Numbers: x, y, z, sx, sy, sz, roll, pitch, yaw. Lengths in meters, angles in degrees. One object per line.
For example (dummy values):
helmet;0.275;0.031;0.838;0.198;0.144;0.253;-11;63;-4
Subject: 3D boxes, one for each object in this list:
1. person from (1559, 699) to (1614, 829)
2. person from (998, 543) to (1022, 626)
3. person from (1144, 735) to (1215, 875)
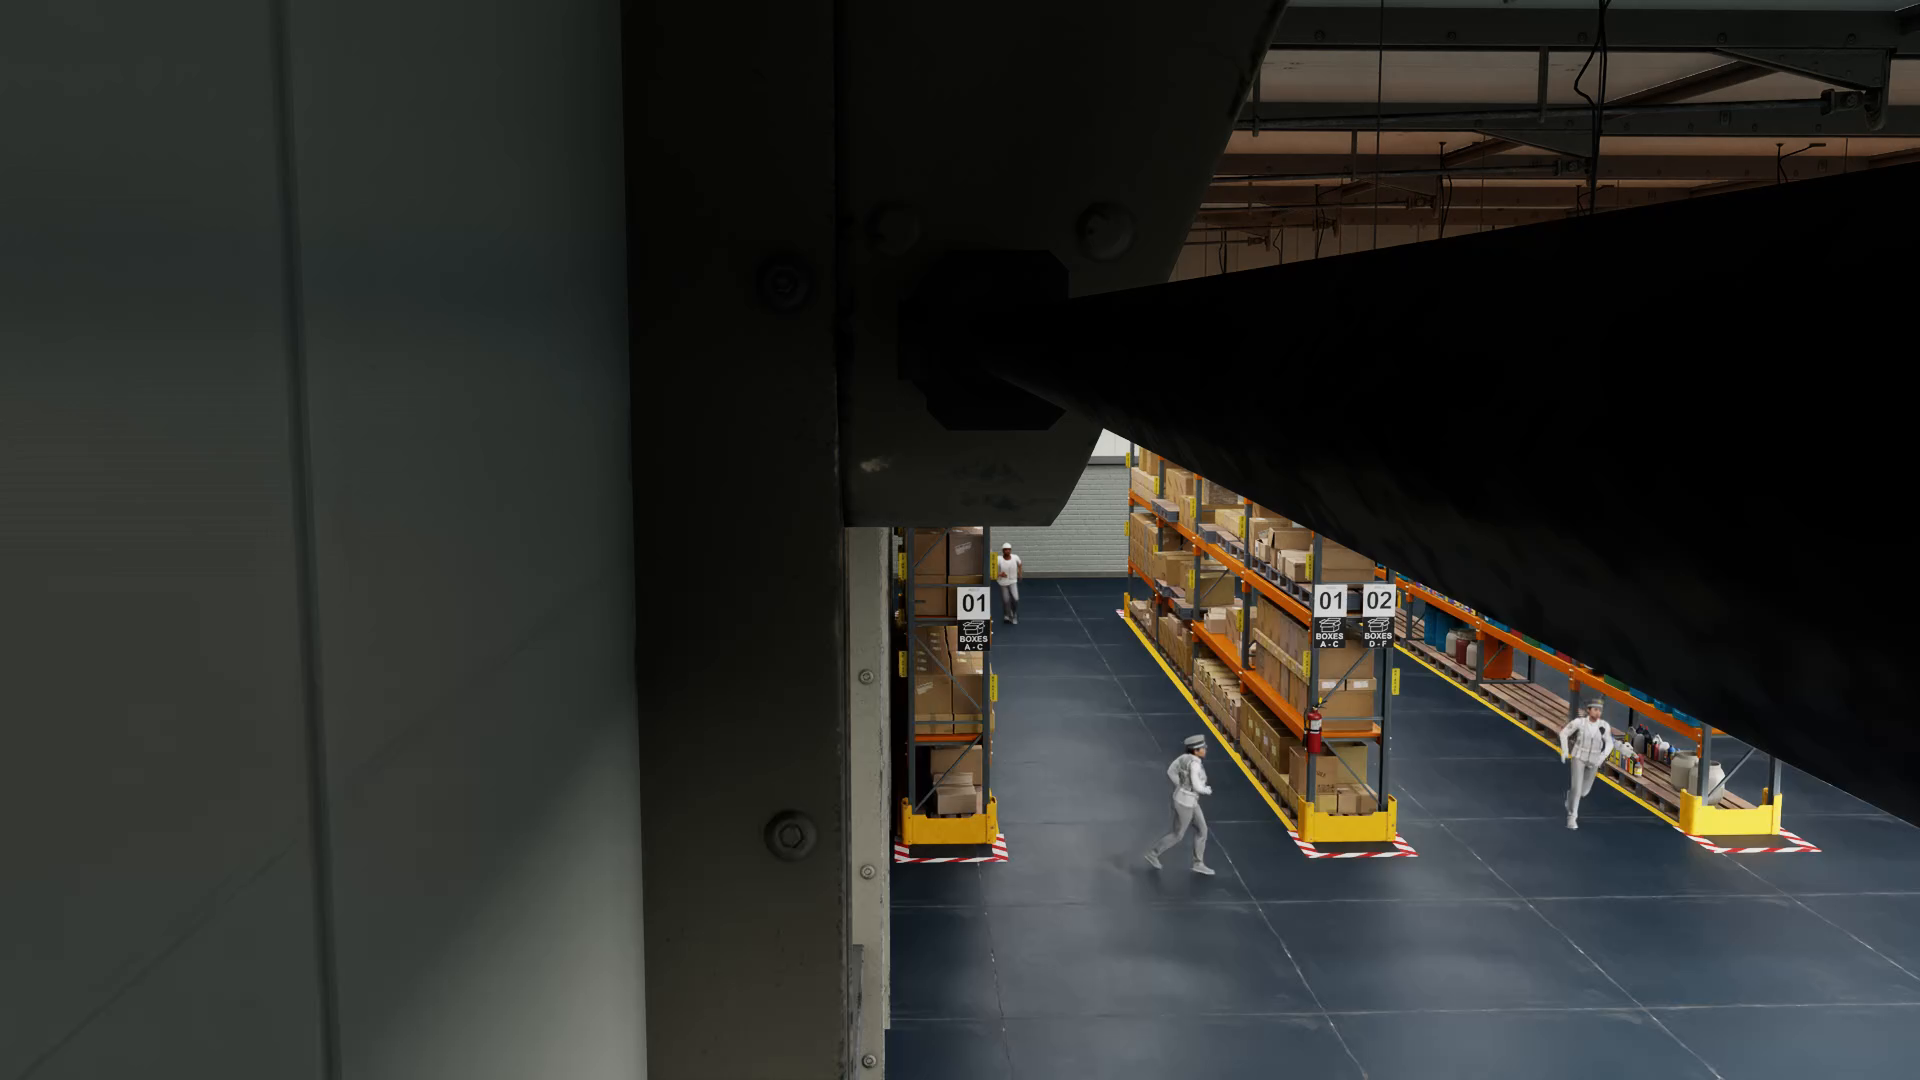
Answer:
person;8.001;2.809;21.252;0.651;1.642;0.757;1;7;6
person;1.011;0.940;35.412;0.690;1.785;0.668;-1;7;-11
person;2.544;3.057;19.183;0.821;1.646;0.576;1;7;5
